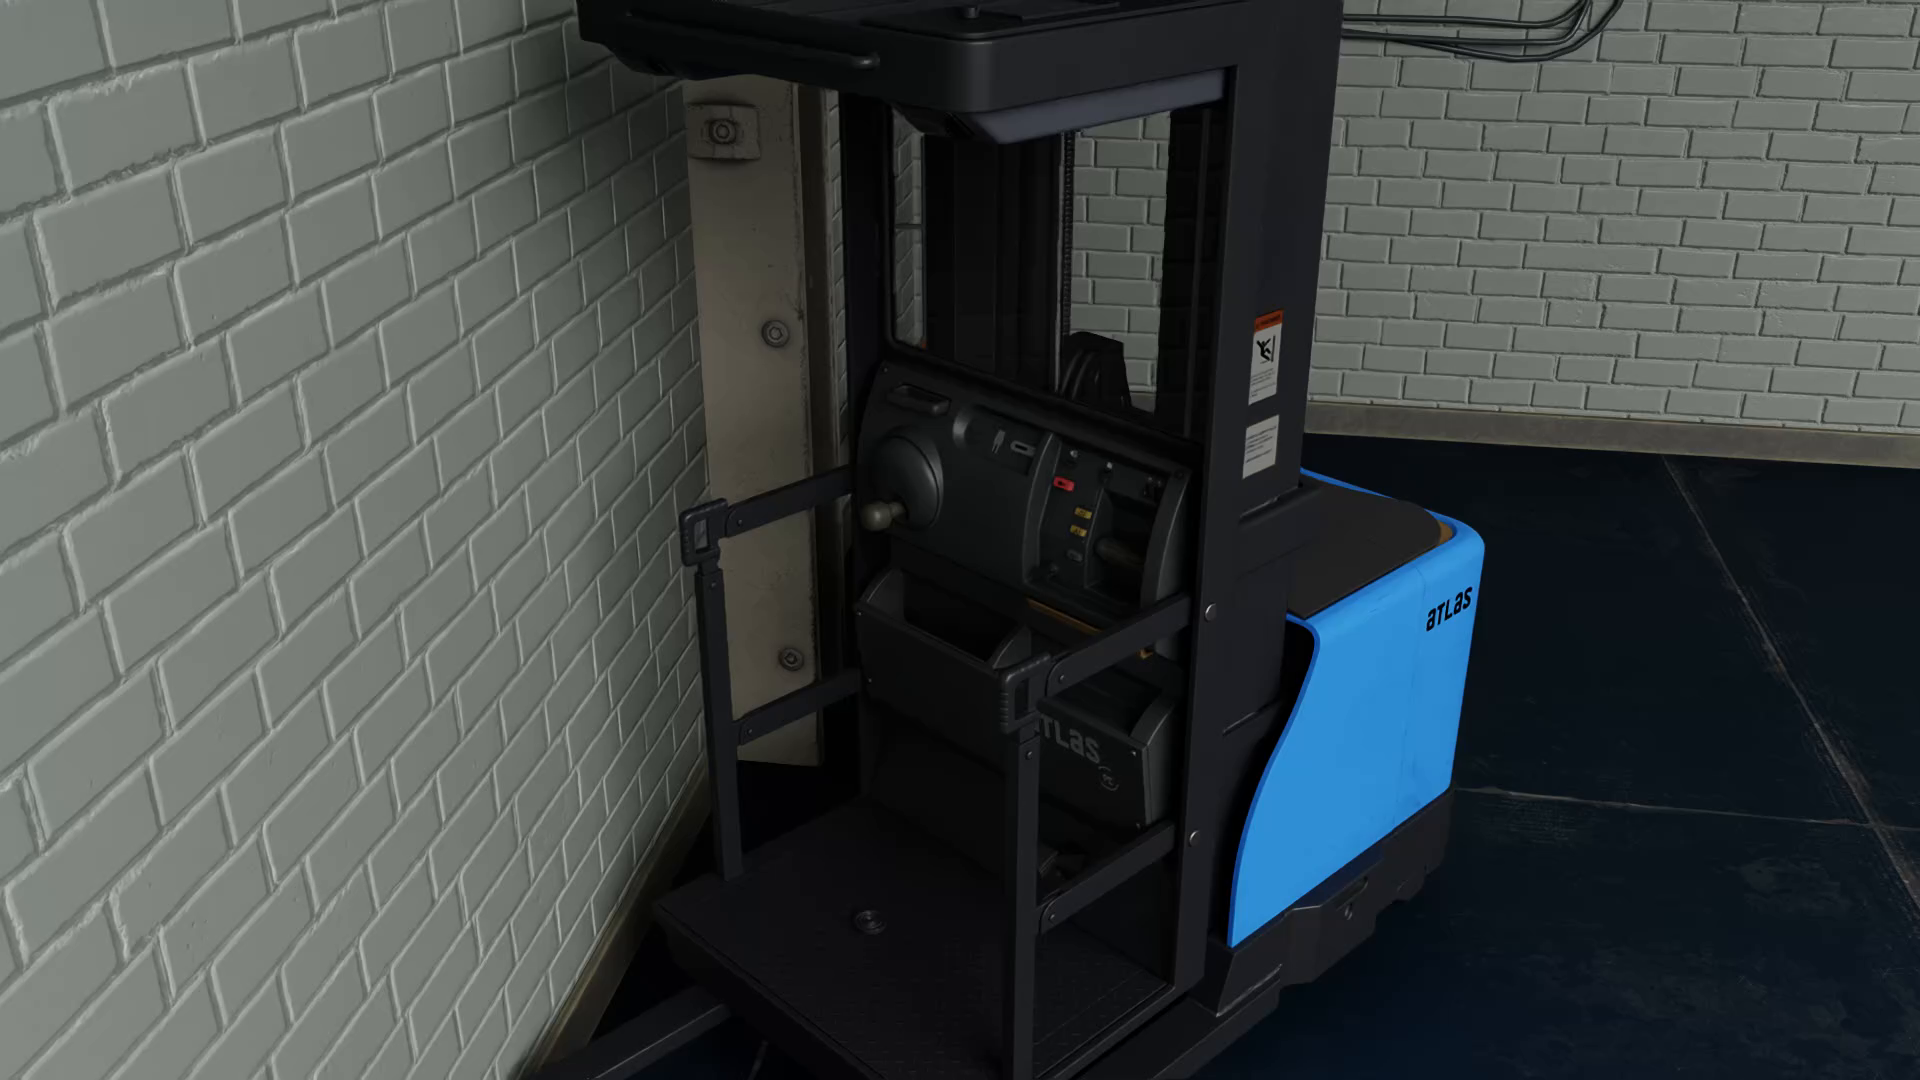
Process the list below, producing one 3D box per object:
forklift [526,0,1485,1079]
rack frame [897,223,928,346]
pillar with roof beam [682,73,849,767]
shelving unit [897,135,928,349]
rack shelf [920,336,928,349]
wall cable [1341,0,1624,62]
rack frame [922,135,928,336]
[{"bbox_3d":[-0.037,-0.098,3.502,3.031,2.935,1.130,-22,33,-39],"label":"forklift"},{"bbox_3d":[-0.069,-0.502,6.054,0.500,1.500,0.032,4,25,9],"label":"rack frame"},{"bbox_3d":[3.691,-3.158,2.881,9.100,9.000,0.400,4,25,9],"label":"pillar with roof beam"},{"bbox_3d":[0.012,-0.711,6.500,0.587,1.500,1.083,4,25,9],"label":"shelving unit"},{"bbox_3d":[0.014,-0.552,6.585,0.538,0.185,1.000,4,25,9],"label":"rack shelf"},{"bbox_3d":[1.230,-3.190,6.613,3.097,2.526,0.112,4,25,9],"label":"wall cable"},{"bbox_3d":[0.097,-0.928,6.962,0.500,1.500,0.032,4,25,9],"label":"rack frame"}]
